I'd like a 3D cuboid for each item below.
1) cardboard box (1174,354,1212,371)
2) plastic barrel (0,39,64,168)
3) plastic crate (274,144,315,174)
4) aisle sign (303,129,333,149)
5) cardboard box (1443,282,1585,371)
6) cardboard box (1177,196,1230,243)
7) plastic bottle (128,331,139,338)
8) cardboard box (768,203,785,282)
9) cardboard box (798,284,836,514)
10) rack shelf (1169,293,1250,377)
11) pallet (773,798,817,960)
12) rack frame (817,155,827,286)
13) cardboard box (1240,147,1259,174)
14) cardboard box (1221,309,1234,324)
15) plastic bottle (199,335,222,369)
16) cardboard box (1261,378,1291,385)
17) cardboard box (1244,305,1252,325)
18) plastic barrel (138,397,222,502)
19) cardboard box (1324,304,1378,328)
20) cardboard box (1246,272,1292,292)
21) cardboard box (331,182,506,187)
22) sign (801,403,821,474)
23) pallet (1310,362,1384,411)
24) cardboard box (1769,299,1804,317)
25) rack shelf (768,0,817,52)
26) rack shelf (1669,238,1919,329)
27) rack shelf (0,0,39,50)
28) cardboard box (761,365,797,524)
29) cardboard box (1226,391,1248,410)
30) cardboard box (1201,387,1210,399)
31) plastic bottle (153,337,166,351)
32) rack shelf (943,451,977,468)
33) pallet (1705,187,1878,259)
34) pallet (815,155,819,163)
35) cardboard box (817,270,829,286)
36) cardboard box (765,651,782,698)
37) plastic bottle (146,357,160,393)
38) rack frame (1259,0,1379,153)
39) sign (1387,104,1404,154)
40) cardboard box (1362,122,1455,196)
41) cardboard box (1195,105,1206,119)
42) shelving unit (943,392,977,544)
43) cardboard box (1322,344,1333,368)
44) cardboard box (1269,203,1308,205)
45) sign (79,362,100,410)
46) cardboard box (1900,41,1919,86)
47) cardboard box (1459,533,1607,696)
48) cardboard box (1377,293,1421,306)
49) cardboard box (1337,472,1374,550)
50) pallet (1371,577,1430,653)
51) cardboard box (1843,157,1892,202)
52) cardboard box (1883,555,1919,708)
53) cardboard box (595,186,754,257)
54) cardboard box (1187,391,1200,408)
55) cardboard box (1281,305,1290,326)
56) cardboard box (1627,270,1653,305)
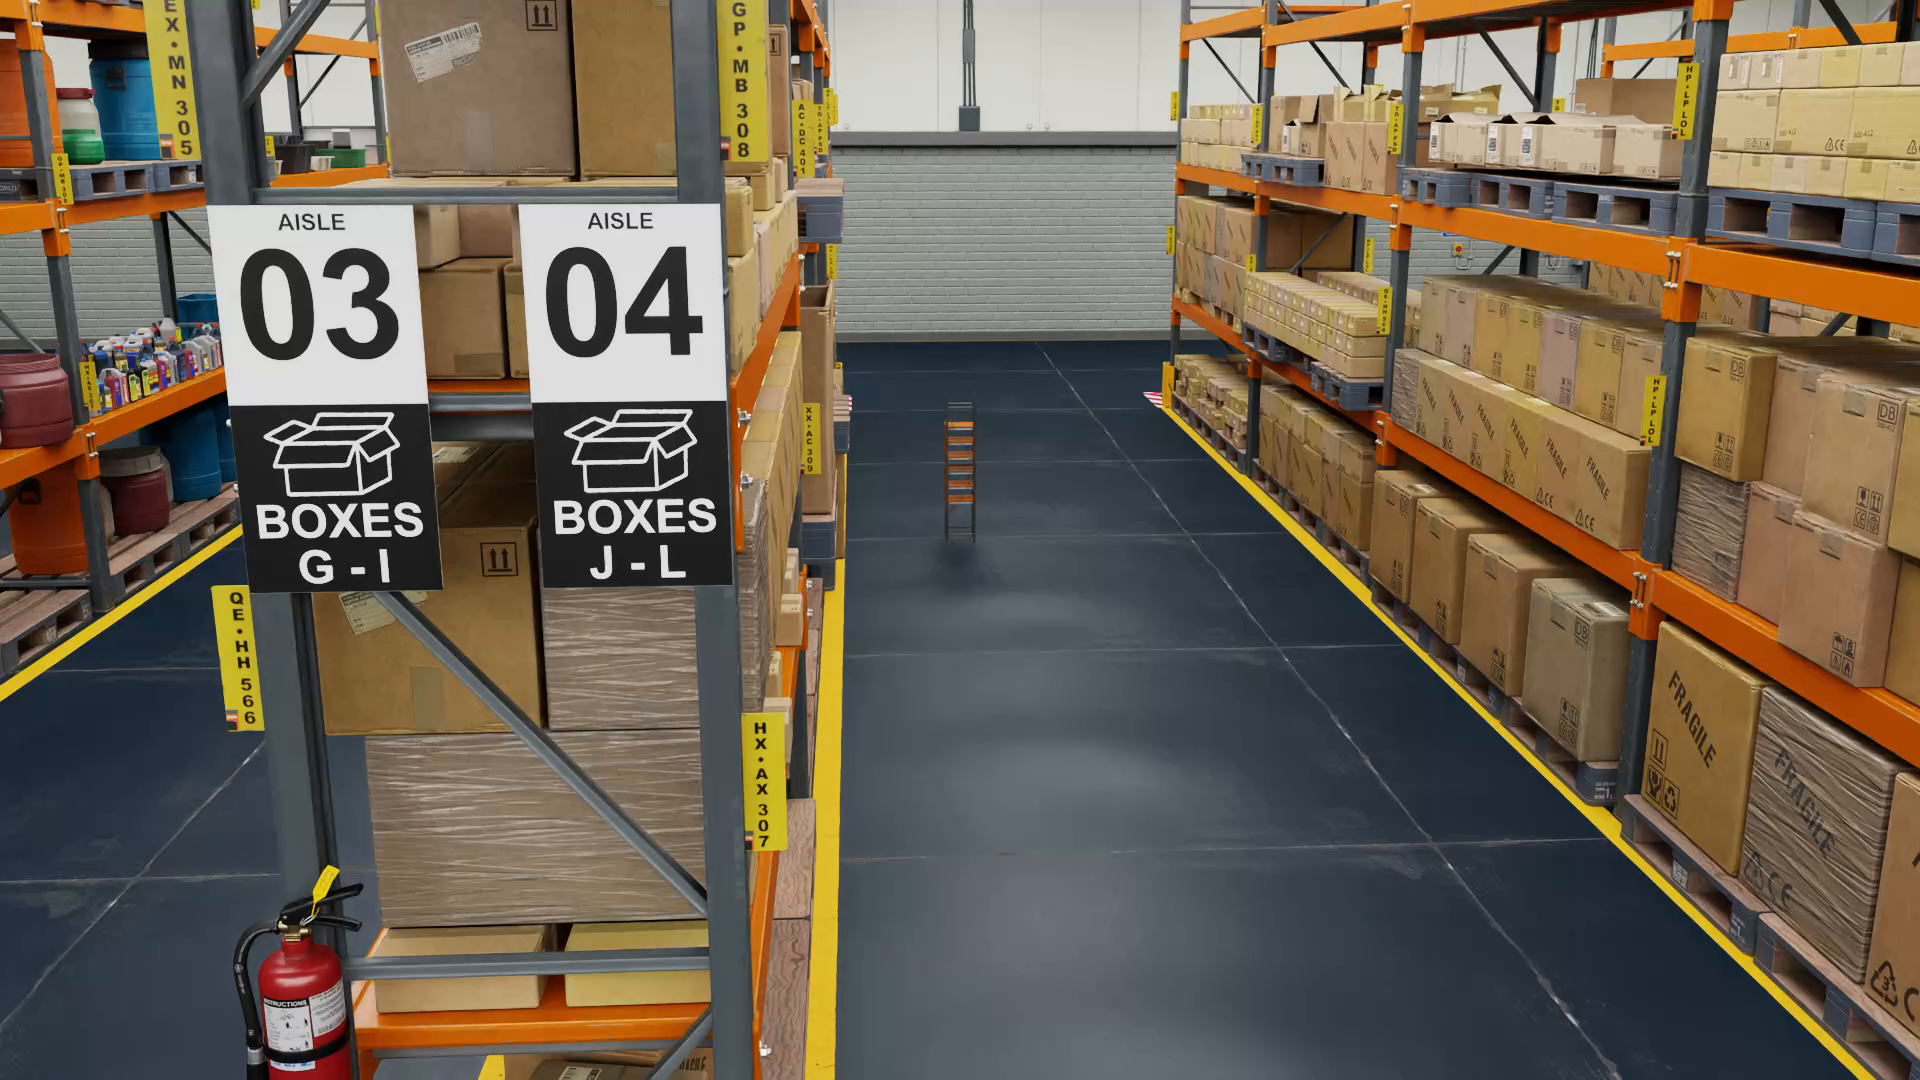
[{"bbox_3d":[2.681,-2.041,19.125,0.380,0.149,0.250,-2,15,-6],"label":"cardboard box"},{"bbox_3d":[-6.449,-2.954,11.262,0.600,0.830,0.708,-1,14,-3],"label":"plastic barrel"},{"bbox_3d":[-6.468,-3.646,15.919,0.497,0.269,0.590,-1,14,-3],"label":"plastic crate"},{"bbox_3d":[-7.213,-4.210,18.653,0.394,0.787,0.004,-1,14,-3],"label":"aisle sign"},{"bbox_3d":[3.534,-1.371,10.630,0.700,0.500,0.500,-1,14,-4],"label":"cardboard box"},{"bbox_3d":[2.751,-3.627,18.799,0.500,0.500,0.500,-1,14,-4],"label":"cardboard box"},{"bbox_3d":[-7.014,-1.640,14.138,0.097,0.271,0.097,0,14,0],"label":"plastic bottle"},{"bbox_3d":[-0.878,-1.044,5.846,0.500,0.250,0.500,-1,14,-4],"label":"cardboard box"},{"bbox_3d":[-1.135,-0.724,8.273,1.000,1.000,1.000,-1,14,-3],"label":"cardboard box"},{"bbox_3d":[3.112,-2.220,17.579,1.077,0.370,4.000,-1,14,-3],"label":"rack shelf"},{"bbox_3d":[-1.149,1.487,7.324,1.003,0.211,1.213,-1,14,-3],"label":"pallet"},{"bbox_3d":[-1.721,-2.020,15.356,1.000,3.000,0.127,-1,14,-3],"label":"rack frame"},{"bbox_3d":[2.936,-3.569,15.659,0.500,0.250,0.500,-1,14,-2],"label":"cardboard box"},{"bbox_3d":[2.865,-2.278,16.865,0.380,0.149,0.250,-2,15,-6],"label":"cardboard box"},{"bbox_3d":[-6.264,-1.574,13.873,0.152,0.276,0.135,-1,14,-3],"label":"plastic bottle"},{"bbox_3d":[3.326,-1.598,17.402,0.380,0.149,0.250,-1,15,-6],"label":"cardboard box"},{"bbox_3d":[2.801,-2.048,15.127,0.380,0.149,0.250,-2,15,-6],"label":"cardboard box"},{"bbox_3d":[-6.604,-0.819,14.057,0.600,0.901,0.708,-1,14,-3],"label":"plastic barrel"},{"bbox_3d":[2.966,-1.689,12.537,0.380,0.149,0.250,0,14,-2],"label":"cardboard box"},{"bbox_3d":[2.801,-2.336,15.053,0.380,0.149,0.250,0,14,-1],"label":"cardboard box"},{"bbox_3d":[-1.332,-0.806,4.119,0.380,0.149,0.250,-2,15,-6],"label":"cardboard box"},{"bbox_3d":[-0.684,-0.460,7.556,0.100,0.325,0.005,-1,14,-3],"label":"sign"},{"bbox_3d":[3.333,-1.159,12.396,1.213,0.211,1.003,-1,14,-3],"label":"pallet"},{"bbox_3d":[7.916,-2.228,15.465,0.500,0.250,0.500,-1,14,-5],"label":"cardboard box"},{"bbox_3d":[-1.349,-2.891,8.949,1.077,0.370,4.000,-1,14,-3],"label":"rack shelf"},{"bbox_3d":[3.855,-0.688,5.606,1.077,0.370,4.000,-1,14,-3],"label":"rack shelf"},{"bbox_3d":[-6.293,-2.814,8.652,1.077,0.370,4.000,-1,14,-3],"label":"rack shelf"},{"bbox_3d":[-0.861,-0.350,6.064,0.500,0.500,0.500,-1,14,-3],"label":"cardboard box"},{"bbox_3d":[2.876,-1.391,16.598,0.380,0.149,0.250,-1,14,-4],"label":"cardboard box"},{"bbox_3d":[2.847,-1.640,18.162,0.380,0.149,0.250,-2,15,-6],"label":"cardboard box"},{"bbox_3d":[-6.870,-1.642,14.286,0.097,0.201,0.097,0,14,0],"label":"plastic bottle"},{"bbox_3d":[0.001,-0.651,13.344,0.258,0.103,0.180,-1,14,-3],"label":"rack shelf"},{"bbox_3d":[3.772,-1.288,6.669,1.003,0.211,1.213,-1,14,-3],"label":"pallet"},{"bbox_3d":[-1.615,-3.152,14.123,0.805,0.209,1.217,-1,15,-6],"label":"pallet"},{"bbox_3d":[-1.496,-2.577,15.723,0.500,0.500,0.500,-1,14,-3],"label":"cardboard box"},{"bbox_3d":[-0.840,0.514,6.014,0.380,0.149,0.250,-1,14,-3],"label":"cardboard box"},{"bbox_3d":[-6.158,-1.258,12.654,0.097,0.271,0.097,0,14,0],"label":"plastic bottle"},{"bbox_3d":[3.236,-4.977,14.809,1.000,3.000,0.127,-1,14,-3],"label":"rack frame"},{"bbox_3d":[2.942,-2.772,11.221,0.100,0.325,0.005,-1,14,-3],"label":"sign"},{"bbox_3d":[3.194,-2.716,11.840,0.500,0.500,0.500,-1,14,-3],"label":"cardboard box"},{"bbox_3d":[2.737,-4.604,17.880,0.380,0.149,0.250,-1,14,-3],"label":"cardboard box"},{"bbox_3d":[0.001,-0.577,13.363,0.258,1.200,0.189,-1,14,-3],"label":"shelving unit"},{"bbox_3d":[2.964,-1.399,12.607,0.380,0.149,0.250,-1,14,-2],"label":"cardboard box"},{"bbox_3d":[3.373,-3.246,17.318,0.500,0.500,0.500,-1,14,-5],"label":"cardboard box"},{"bbox_3d":[-5.868,-1.038,11.212,0.100,0.325,0.005,-1,14,-3],"label":"sign"},{"bbox_3d":[3.495,-1.638,5.715,0.380,0.149,0.250,-1,14,-4],"label":"cardboard box"},{"bbox_3d":[3.547,0.412,9.579,1.050,0.750,0.750,-1,14,-3],"label":"cardboard box"},{"bbox_3d":[3.565,-1.891,13.323,0.380,0.149,0.250,0,14,-2],"label":"cardboard box"},{"bbox_3d":[3.182,-0.229,12.570,0.500,0.500,0.500,-1,14,-4],"label":"cardboard box"},{"bbox_3d":[3.457,0.471,11.271,1.003,0.211,1.213,-1,14,-3],"label":"pallet"},{"bbox_3d":[3.479,-1.316,6.061,0.380,0.149,0.250,-1,14,-4],"label":"cardboard box"},{"bbox_3d":[3.872,0.340,5.883,0.875,0.550,0.500,-1,14,-3],"label":"cardboard box"},{"bbox_3d":[-0.683,-0.746,3.889,0.380,0.149,0.250,-1,14,-2],"label":"cardboard box"},{"bbox_3d":[2.727,-1.563,18.459,0.380,0.149,0.250,-1,14,-3],"label":"cardboard box"},{"bbox_3d":[2.887,-1.866,13.822,0.380,0.149,0.250,-1,14,-4],"label":"cardboard box"},{"bbox_3d":[7.738,-2.840,18.344,0.500,0.500,0.500,-1,14,-4],"label":"cardboard box"}]
